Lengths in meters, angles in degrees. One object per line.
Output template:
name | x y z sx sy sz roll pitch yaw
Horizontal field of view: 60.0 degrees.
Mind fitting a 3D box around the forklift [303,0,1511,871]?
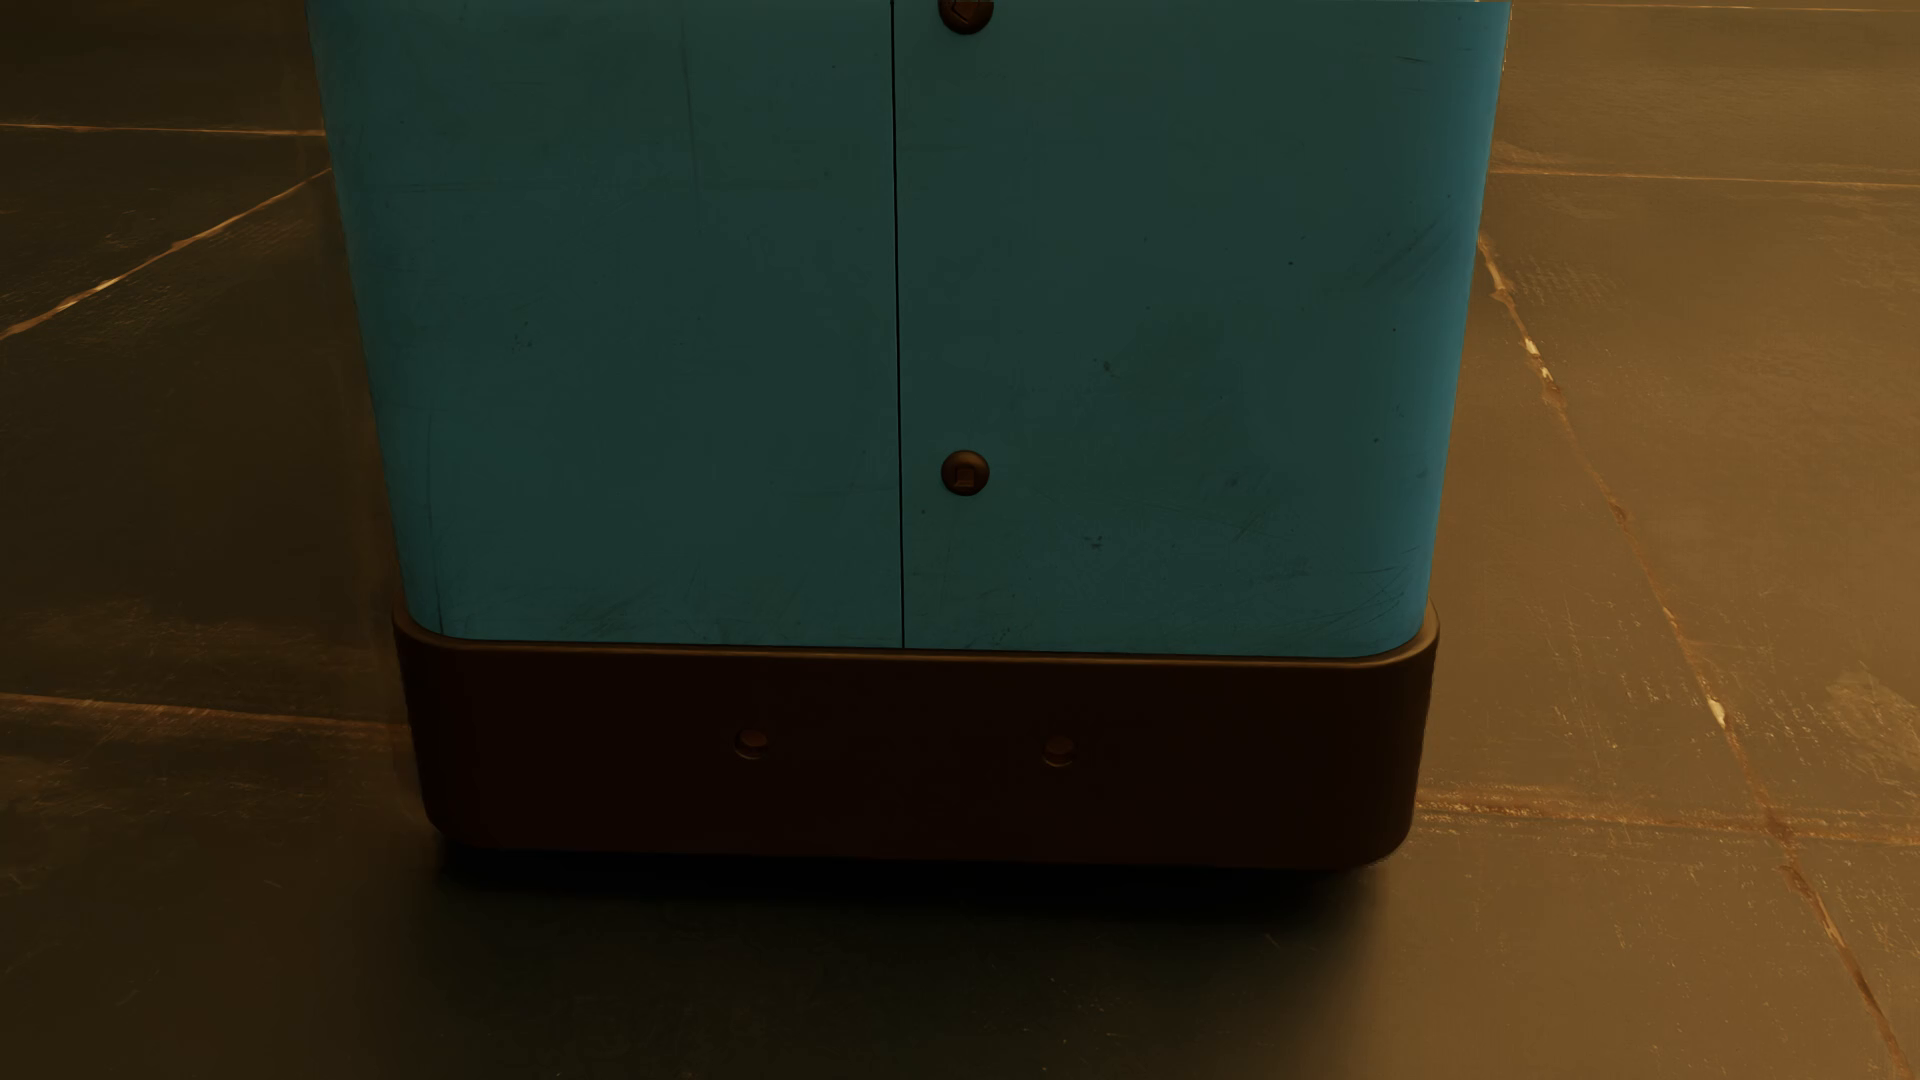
forklift | 0.009 -1.597 2.419 1.130 2.935 3.031 1 27 2
